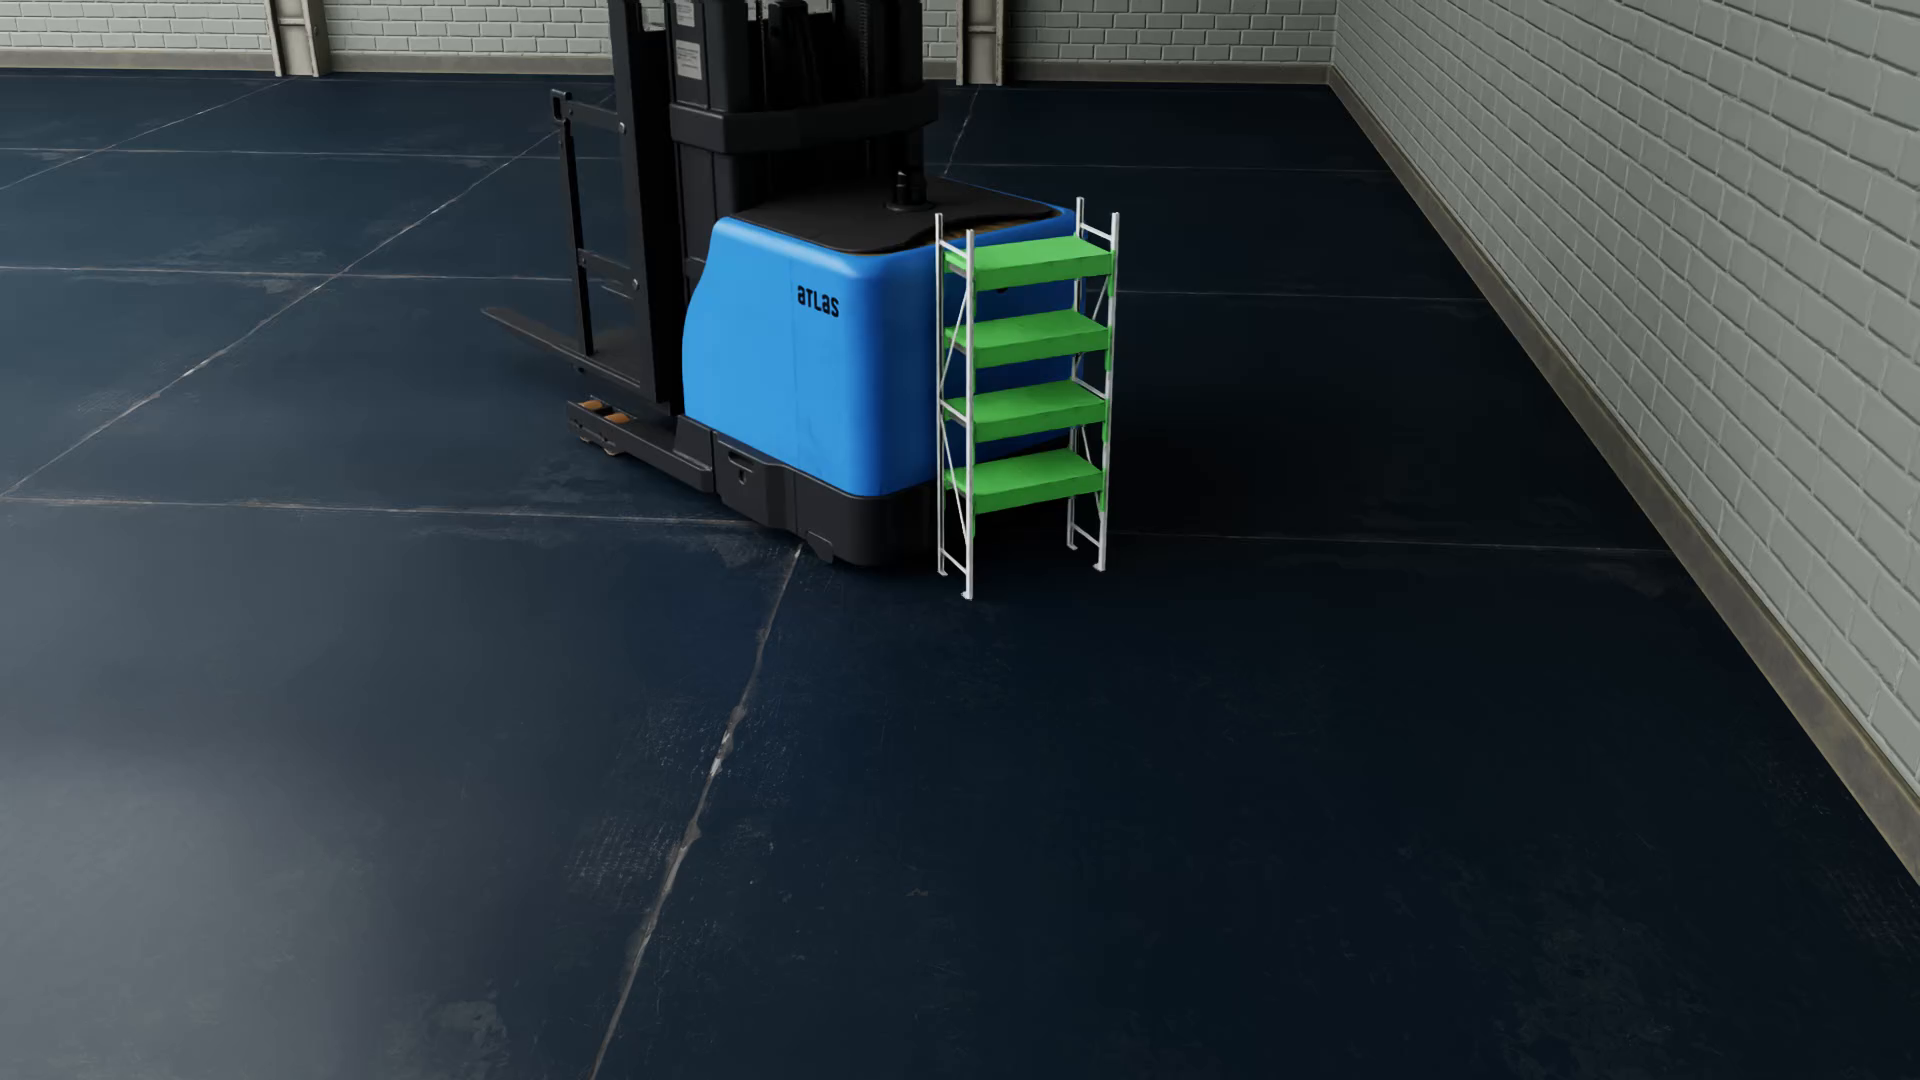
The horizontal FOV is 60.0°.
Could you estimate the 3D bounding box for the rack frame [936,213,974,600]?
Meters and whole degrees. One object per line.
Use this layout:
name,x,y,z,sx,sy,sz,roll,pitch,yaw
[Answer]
rack frame,-0.016,-0.398,5.178,0.015,1.200,0.240,-11,27,-23

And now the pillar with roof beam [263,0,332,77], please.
pillar with roof beam,-6.133,-6.426,8.950,0.400,9.000,9.100,2,25,4

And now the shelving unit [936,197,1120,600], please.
shelving unit,0.204,-0.441,5.274,0.503,1.200,0.258,-11,27,-23

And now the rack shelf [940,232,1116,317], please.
rack shelf,0.204,-0.819,5.100,0.480,0.148,0.258,-11,27,-23

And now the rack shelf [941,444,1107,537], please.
rack shelf,0.204,-0.165,5.401,0.480,0.148,0.258,-11,27,-23

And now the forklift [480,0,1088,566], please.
forklift,-0.904,-1.781,6.115,1.130,2.935,3.031,-20,32,-37

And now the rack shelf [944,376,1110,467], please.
rack shelf,0.204,-0.383,5.300,0.480,0.148,0.258,-11,27,-23

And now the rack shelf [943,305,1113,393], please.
rack shelf,0.204,-0.601,5.200,0.480,0.148,0.258,-11,27,-23

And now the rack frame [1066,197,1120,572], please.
rack frame,0.424,-0.485,5.369,0.015,1.200,0.240,-11,27,-23

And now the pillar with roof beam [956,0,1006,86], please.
pillar with roof beam,-0.151,-6.234,8.533,0.400,9.000,9.100,2,25,4
